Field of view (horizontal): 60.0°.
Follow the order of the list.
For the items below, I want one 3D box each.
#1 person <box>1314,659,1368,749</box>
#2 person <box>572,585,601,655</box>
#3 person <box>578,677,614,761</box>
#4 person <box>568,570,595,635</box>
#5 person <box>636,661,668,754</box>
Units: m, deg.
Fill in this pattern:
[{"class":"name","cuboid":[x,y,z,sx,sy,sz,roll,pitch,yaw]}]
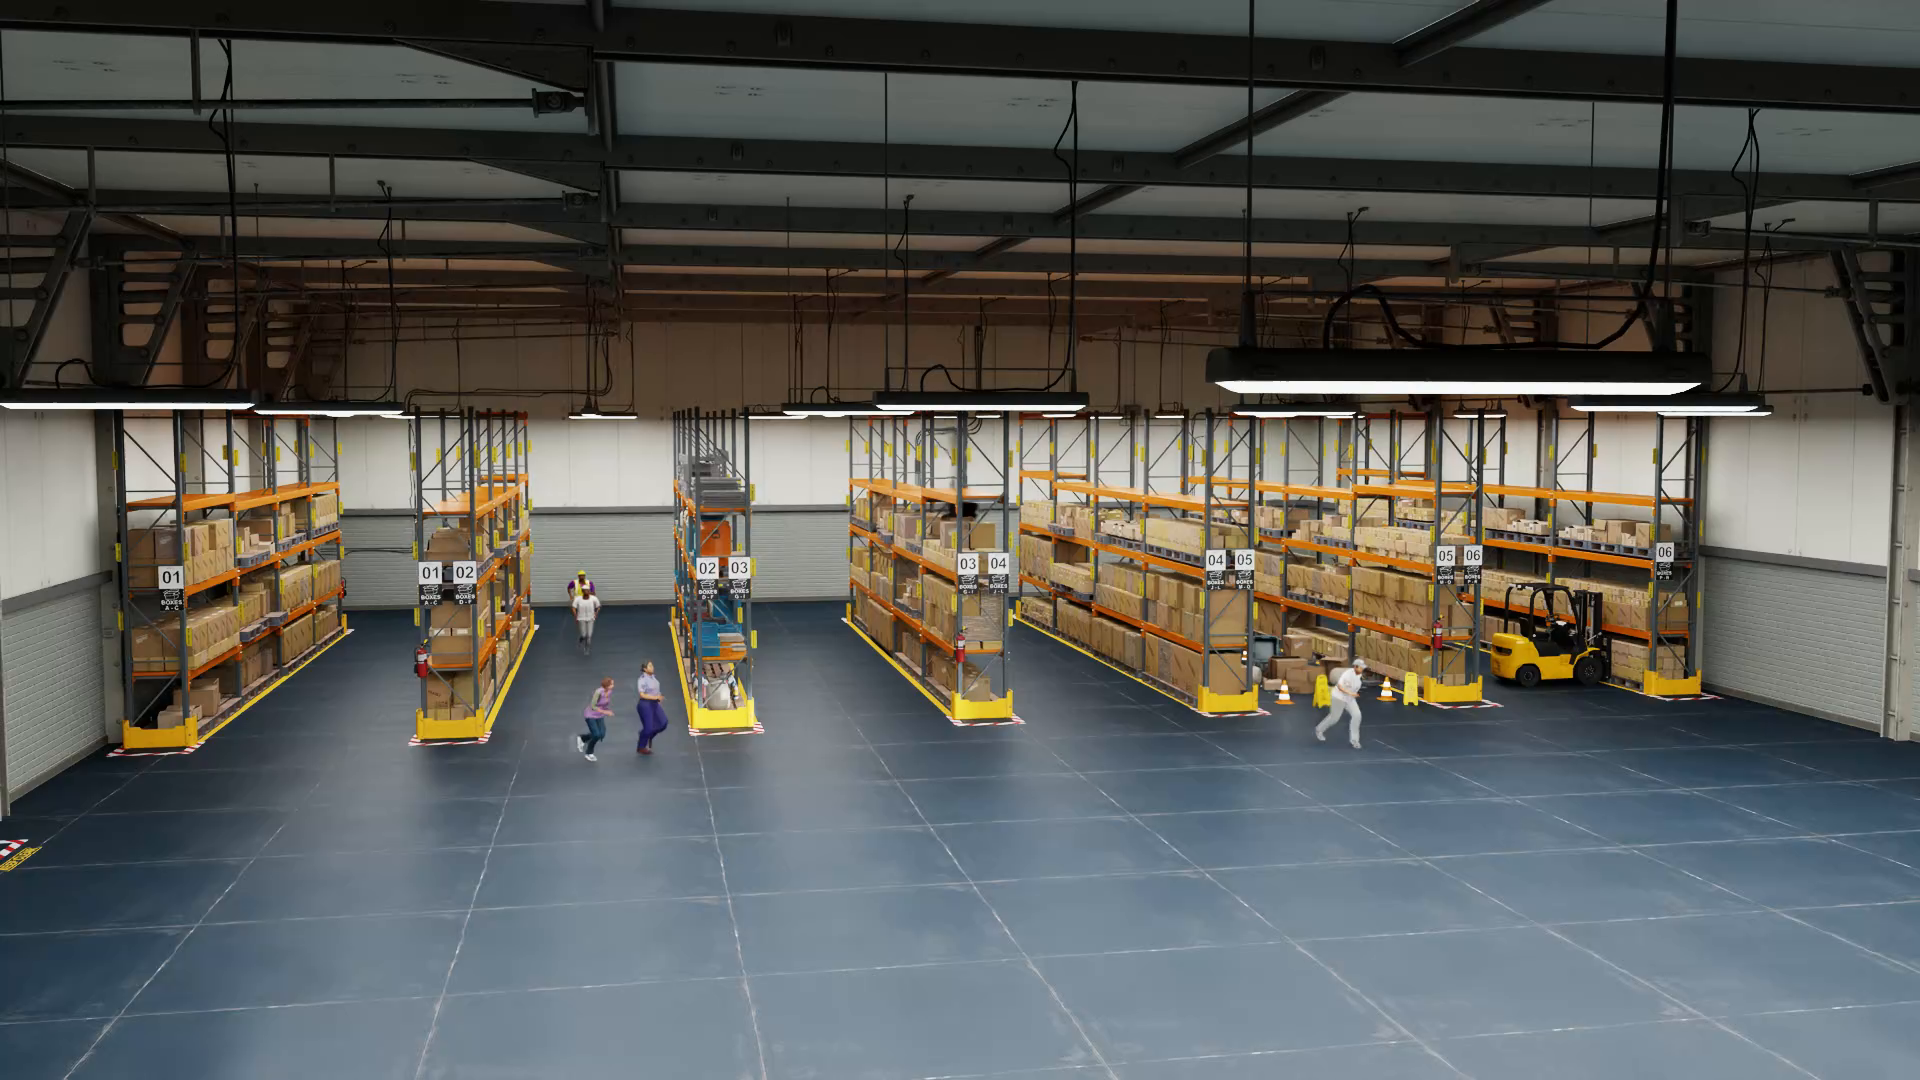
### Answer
[{"class":"person","cuboid":[6.748,2.873,29.397,1.034,1.627,0.649,4,6,43]},{"class":"person","cuboid":[-9.154,1.963,40.807,0.686,1.731,0.616,-1,4,-18]},{"class":"person","cuboid":[-6.123,3.011,28.144,0.786,1.450,0.566,2,4,25]},{"class":"person","cuboid":[-10.070,1.713,44.317,0.662,1.829,1.000,-2,5,-27]},{"class":"person","cuboid":[-5.317,2.878,28.671,0.565,1.609,0.594,1,4,20]}]
